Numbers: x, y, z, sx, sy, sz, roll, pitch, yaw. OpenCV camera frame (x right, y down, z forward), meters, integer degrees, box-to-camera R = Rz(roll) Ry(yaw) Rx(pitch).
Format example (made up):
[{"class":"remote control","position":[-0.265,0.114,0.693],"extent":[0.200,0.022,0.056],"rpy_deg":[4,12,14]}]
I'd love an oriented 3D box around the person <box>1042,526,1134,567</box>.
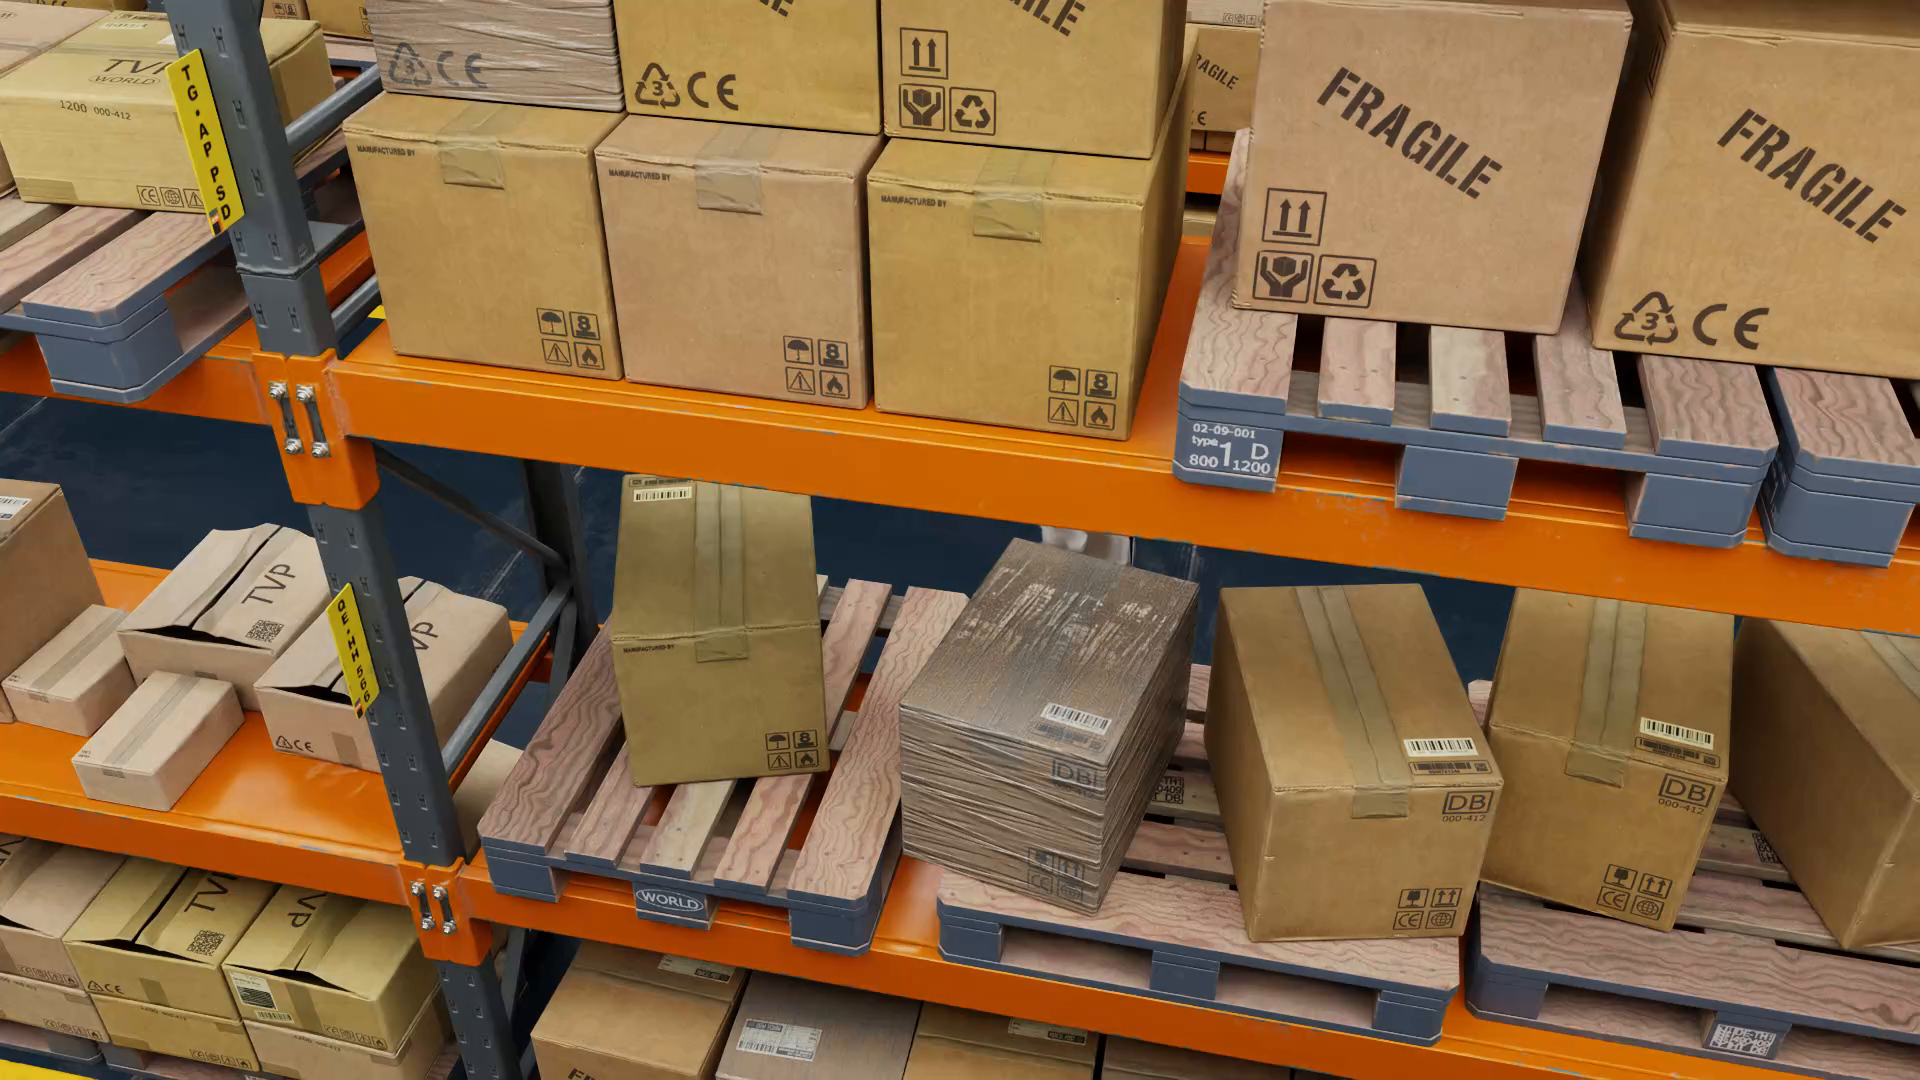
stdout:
[{"class":"person","position":[0.520,0.244,5.820],"extent":[0.524,1.800,0.656],"rpy_deg":[11,38,15]}]
